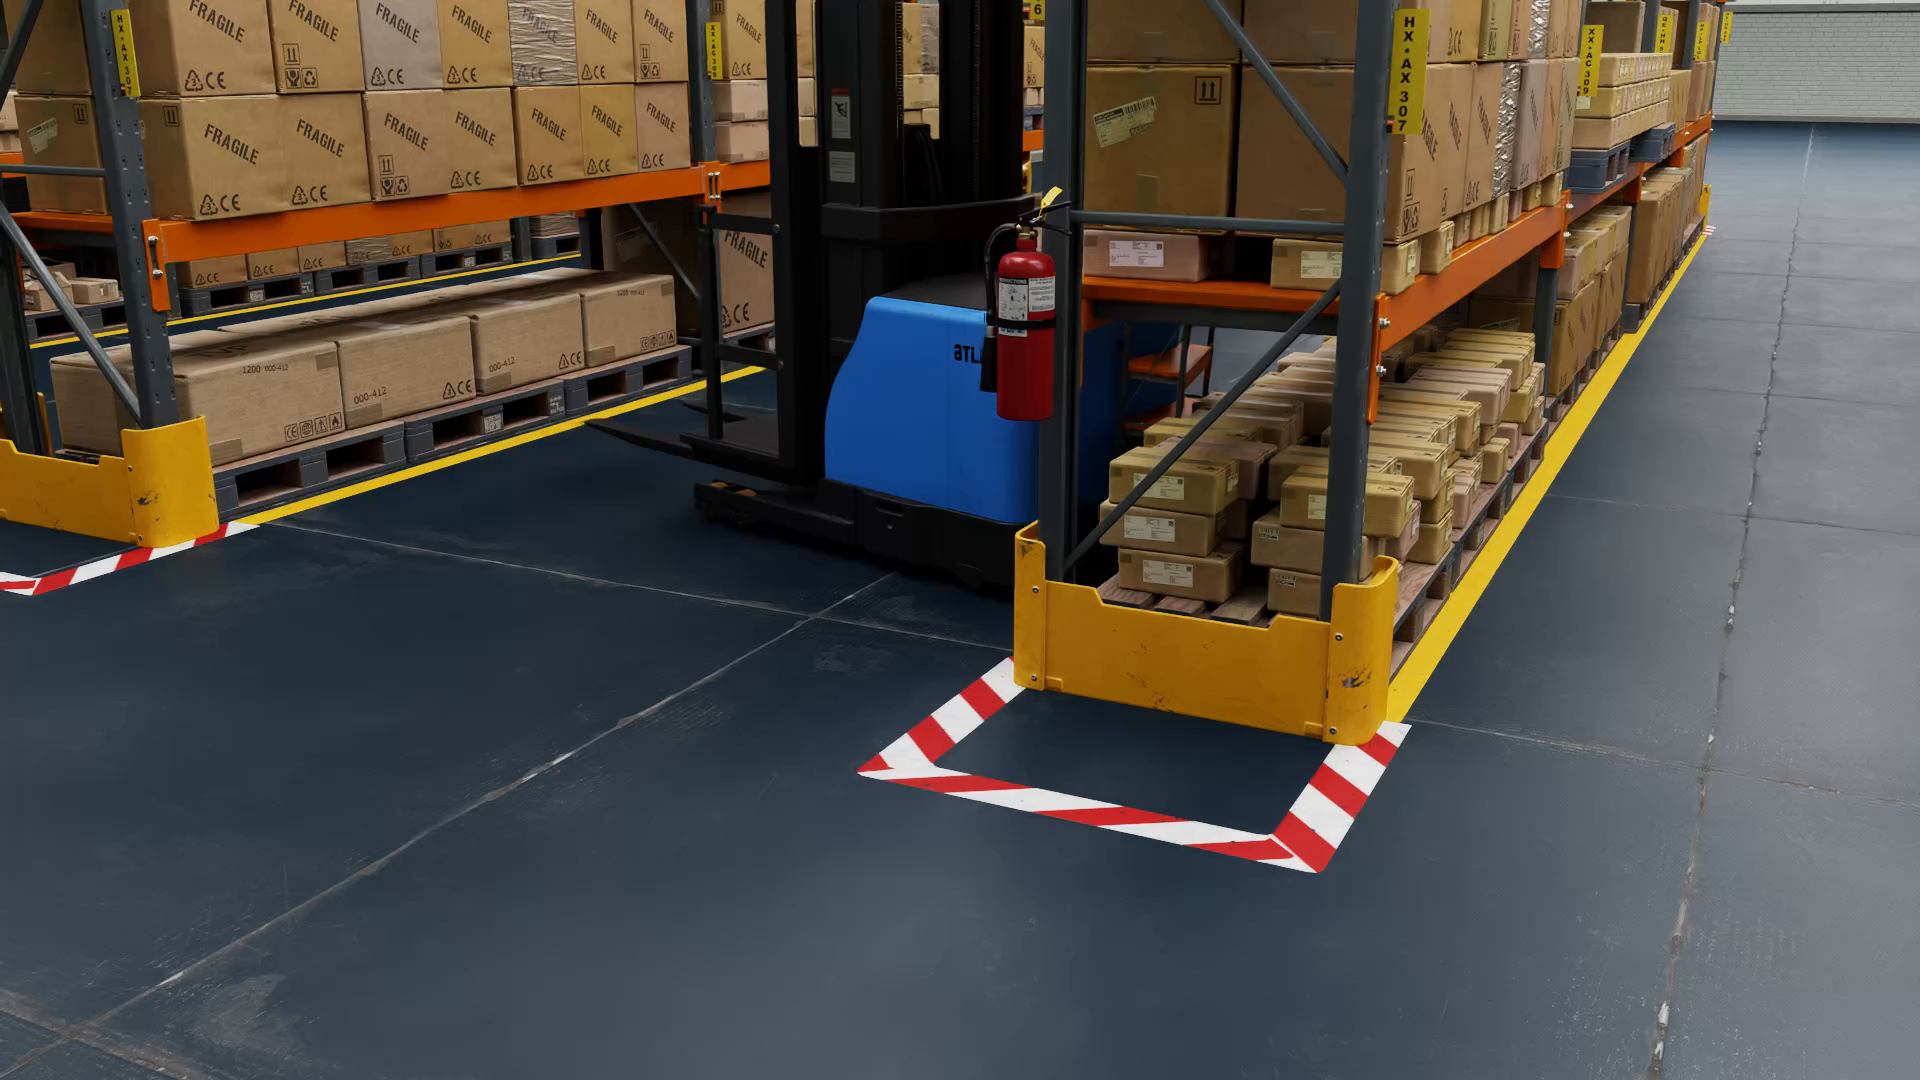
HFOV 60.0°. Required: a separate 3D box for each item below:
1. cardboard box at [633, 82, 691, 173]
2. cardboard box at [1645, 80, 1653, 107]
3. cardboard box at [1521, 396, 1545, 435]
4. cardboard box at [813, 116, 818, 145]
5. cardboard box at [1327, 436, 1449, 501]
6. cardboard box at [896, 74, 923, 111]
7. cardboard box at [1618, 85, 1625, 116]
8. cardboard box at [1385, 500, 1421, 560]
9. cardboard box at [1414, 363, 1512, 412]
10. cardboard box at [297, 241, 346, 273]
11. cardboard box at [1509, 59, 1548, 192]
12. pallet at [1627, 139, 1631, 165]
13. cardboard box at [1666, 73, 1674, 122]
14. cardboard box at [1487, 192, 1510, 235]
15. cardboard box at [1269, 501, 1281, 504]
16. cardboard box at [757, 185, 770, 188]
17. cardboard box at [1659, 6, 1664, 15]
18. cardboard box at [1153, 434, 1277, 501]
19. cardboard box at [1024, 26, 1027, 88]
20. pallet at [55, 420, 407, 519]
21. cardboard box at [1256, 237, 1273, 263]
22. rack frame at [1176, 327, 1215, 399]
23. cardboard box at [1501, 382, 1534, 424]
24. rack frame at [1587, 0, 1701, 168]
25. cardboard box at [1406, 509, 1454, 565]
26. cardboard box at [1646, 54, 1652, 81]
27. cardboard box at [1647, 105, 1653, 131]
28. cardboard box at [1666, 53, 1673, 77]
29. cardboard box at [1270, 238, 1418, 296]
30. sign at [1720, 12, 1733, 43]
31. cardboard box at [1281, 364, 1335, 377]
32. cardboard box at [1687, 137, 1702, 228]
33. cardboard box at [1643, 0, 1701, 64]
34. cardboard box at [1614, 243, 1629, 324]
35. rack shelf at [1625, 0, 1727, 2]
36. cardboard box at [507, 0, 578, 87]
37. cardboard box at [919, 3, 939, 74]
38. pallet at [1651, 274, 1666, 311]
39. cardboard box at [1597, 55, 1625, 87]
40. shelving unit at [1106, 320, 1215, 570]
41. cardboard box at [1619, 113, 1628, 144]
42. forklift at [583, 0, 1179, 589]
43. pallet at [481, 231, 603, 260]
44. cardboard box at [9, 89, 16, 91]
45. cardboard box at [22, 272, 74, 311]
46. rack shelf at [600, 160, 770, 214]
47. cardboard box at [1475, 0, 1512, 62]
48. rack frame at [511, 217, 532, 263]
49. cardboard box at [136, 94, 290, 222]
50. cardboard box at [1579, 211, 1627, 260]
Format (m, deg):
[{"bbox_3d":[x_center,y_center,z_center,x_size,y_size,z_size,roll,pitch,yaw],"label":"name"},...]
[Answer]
[{"bbox_3d":[-1.945,-2.436,9.782,0.500,0.500,0.500,8,18,26],"label":"cardboard box"},{"bbox_3d":[3.907,-2.664,9.908,0.380,0.149,0.250,9,19,27],"label":"cardboard box"},{"bbox_3d":[2.637,-0.626,8.134,0.380,0.149,0.250,8,18,26],"label":"cardboard box"},{"bbox_3d":[-1.061,-2.806,11.466,0.500,0.250,0.500,8,18,25],"label":"cardboard box"},{"bbox_3d":[1.500,-0.259,5.854,0.380,0.149,0.250,8,18,25],"label":"cardboard box"},{"bbox_3d":[-0.605,-3.306,12.271,0.500,0.250,0.500,8,18,24],"label":"cardboard box"},{"bbox_3d":[3.209,-2.266,8.567,0.380,0.149,0.250,8,18,24],"label":"cardboard box"},{"bbox_3d":[1.356,-0.056,5.693,0.380,0.149,0.250,8,18,25],"label":"cardboard box"},{"bbox_3d":[2.173,-0.659,7.201,0.380,0.149,0.250,7,18,23],"label":"cardboard box"},{"bbox_3d":[-5.535,-2.530,13.928,0.500,0.500,0.500,8,18,24],"label":"cardboard box"},{"bbox_3d":[2.087,-1.707,6.807,0.500,0.500,0.500,8,18,25],"label":"cardboard box"},{"bbox_3d":[3.446,-2.352,10.012,1.003,0.211,1.213,8,18,25],"label":"pallet"},{"bbox_3d":[5.187,-3.340,12.825,0.500,0.500,0.500,8,18,25],"label":"cardboard box"},{"bbox_3d":[1.955,-1.304,6.589,0.380,0.149,0.250,9,19,26],"label":"cardboard box"},{"bbox_3d":[1.143,-0.252,6.351,0.380,0.149,0.250,8,18,25],"label":"cardboard box"},{"bbox_3d":[-1.364,-2.121,11.890,0.875,0.875,0.875,9,19,27],"label":"cardboard box"},{"bbox_3d":[5.184,-3.984,13.238,0.700,0.500,0.500,8,18,25],"label":"cardboard box"},{"bbox_3d":[0.893,-0.259,5.854,0.380,0.149,0.250,8,19,26],"label":"cardboard box"},{"bbox_3d":[0.229,-4.035,13.904,0.500,0.500,0.500,8,18,24],"label":"cardboard box"},{"bbox_3d":[-3.467,-0.397,7.989,1.003,0.211,1.213,8,18,25],"label":"pallet"},{"bbox_3d":[0.856,-1.039,5.695,0.380,0.149,0.250,8,18,25],"label":"cardboard box"},{"bbox_3d":[0.888,-0.591,6.766,0.240,1.200,0.015,10,22,18],"label":"rack frame"},{"bbox_3d":[2.437,-0.650,7.693,0.380,0.149,0.250,7,18,23],"label":"cardboard box"},{"bbox_3d":[6.082,-3.972,15.131,1.000,3.000,0.127,8,18,25],"label":"rack frame"},{"bbox_3d":[1.601,-0.036,6.146,0.380,0.149,0.250,8,18,26],"label":"cardboard box"},{"bbox_3d":[3.789,-2.741,9.644,0.380,0.149,0.250,9,19,27],"label":"cardboard box"},{"bbox_3d":[4.025,-2.590,10.180,0.380,0.149,0.250,7,18,23],"label":"cardboard box"},{"bbox_3d":[4.485,-3.136,10.975,0.380,0.149,0.250,7,18,23],"label":"cardboard box"},{"bbox_3d":[1.158,-0.836,5.013,0.380,0.149,0.250,8,18,25],"label":"cardboard box"},{"bbox_3d":[8.348,-5.587,18.118,0.100,0.325,0.005,8,18,25],"label":"sign"},{"bbox_3d":[1.592,-0.656,7.190,0.380,0.149,0.250,7,18,23],"label":"cardboard box"},{"bbox_3d":[7.234,-3.769,17.438,0.875,0.875,0.875,8,18,25],"label":"cardboard box"},{"bbox_3d":[6.277,-4.652,15.257,0.875,0.550,0.550,8,18,25],"label":"cardboard box"},{"bbox_3d":[4.234,-1.756,11.320,0.500,0.500,0.500,8,18,25],"label":"cardboard box"},{"bbox_3d":[6.975,-5.575,16.521,1.077,0.370,4.000,8,18,25],"label":"rack shelf"},{"bbox_3d":[-2.383,-2.652,8.752,0.500,0.500,0.500,8,18,26],"label":"cardboard box"},{"bbox_3d":[-0.398,-3.788,12.578,0.500,0.500,0.500,8,19,26],"label":"cardboard box"},{"bbox_3d":[5.260,-2.118,13.783,1.003,0.211,1.213,8,18,25],"label":"pallet"},{"bbox_3d":[3.095,-2.343,8.302,0.380,0.149,0.250,9,19,28],"label":"cardboard box"},{"bbox_3d":[0.804,-0.511,6.552,0.258,1.200,0.503,10,22,18],"label":"shelving unit"},{"bbox_3d":[3.328,-2.192,8.840,0.380,0.149,0.250,8,18,26],"label":"cardboard box"},{"bbox_3d":[-0.532,-1.554,7.108,3.031,2.935,1.130,15,22,41],"label":"forklift"},{"bbox_3d":[-4.219,-3.056,16.943,1.003,0.211,1.213,8,18,25],"label":"pallet"},{"bbox_3d":[-6.872,-3.148,12.096,0.500,0.250,0.500,8,18,25],"label":"cardboard box"},{"bbox_3d":[-6.554,-1.790,11.846,0.396,0.266,0.258,9,19,27],"label":"cardboard box"},{"bbox_3d":[-1.073,-2.703,12.121,1.077,0.370,4.000,8,18,25],"label":"rack shelf"},{"bbox_3d":[1.630,-1.925,5.784,0.500,0.500,0.500,8,18,24],"label":"cardboard box"},{"bbox_3d":[-4.621,-4.188,15.857,1.000,3.000,0.127,8,18,25],"label":"rack frame"},{"bbox_3d":[-3.283,-1.654,7.148,0.500,0.500,0.500,8,18,25],"label":"cardboard box"},{"bbox_3d":[4.007,-1.978,10.753,0.500,0.250,0.500,8,18,26],"label":"cardboard box"}]
